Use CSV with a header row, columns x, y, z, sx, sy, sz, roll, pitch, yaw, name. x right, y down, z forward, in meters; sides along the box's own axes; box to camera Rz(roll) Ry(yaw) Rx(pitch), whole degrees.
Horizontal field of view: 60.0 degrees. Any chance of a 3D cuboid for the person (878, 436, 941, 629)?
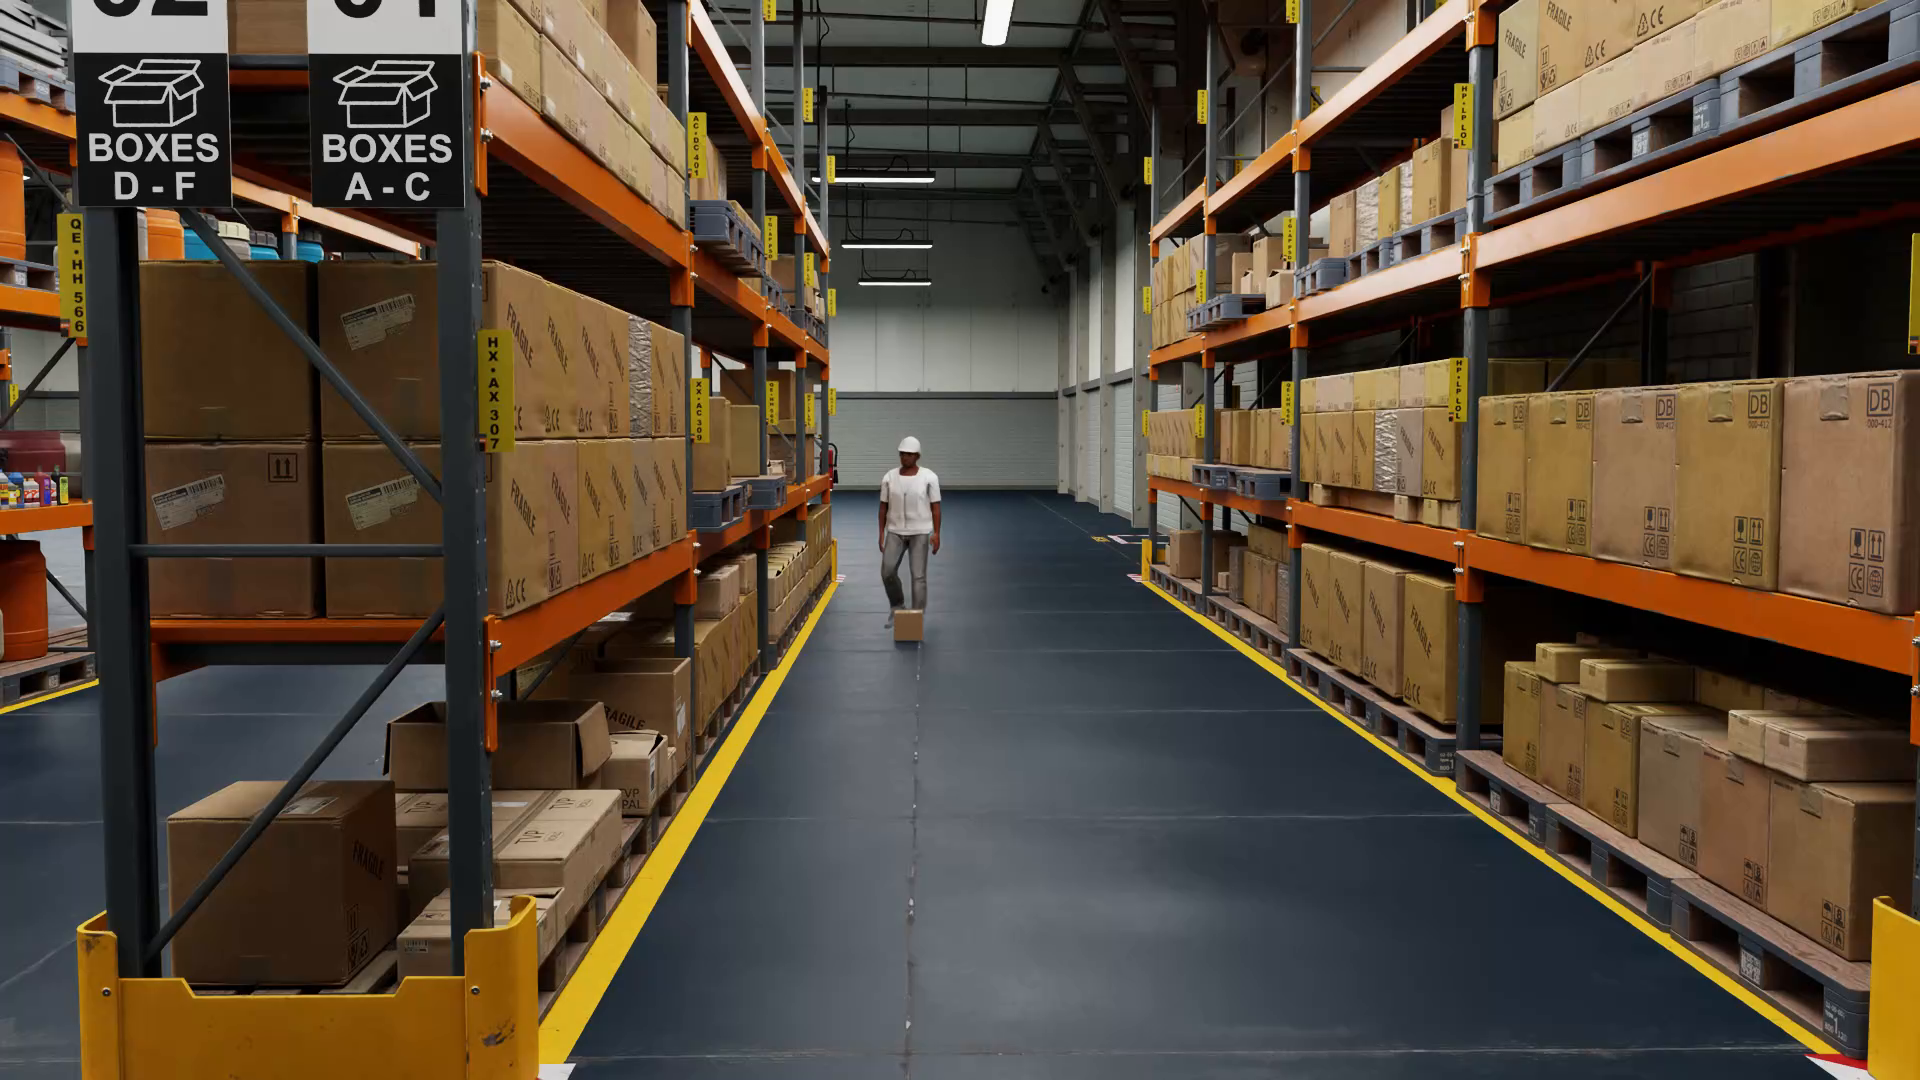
x,y,z,sx,sy,sz,roll,pitch,yaw,name
-0.462,-0.052,15.121,0.583,1.766,0.500,1,4,9,person
